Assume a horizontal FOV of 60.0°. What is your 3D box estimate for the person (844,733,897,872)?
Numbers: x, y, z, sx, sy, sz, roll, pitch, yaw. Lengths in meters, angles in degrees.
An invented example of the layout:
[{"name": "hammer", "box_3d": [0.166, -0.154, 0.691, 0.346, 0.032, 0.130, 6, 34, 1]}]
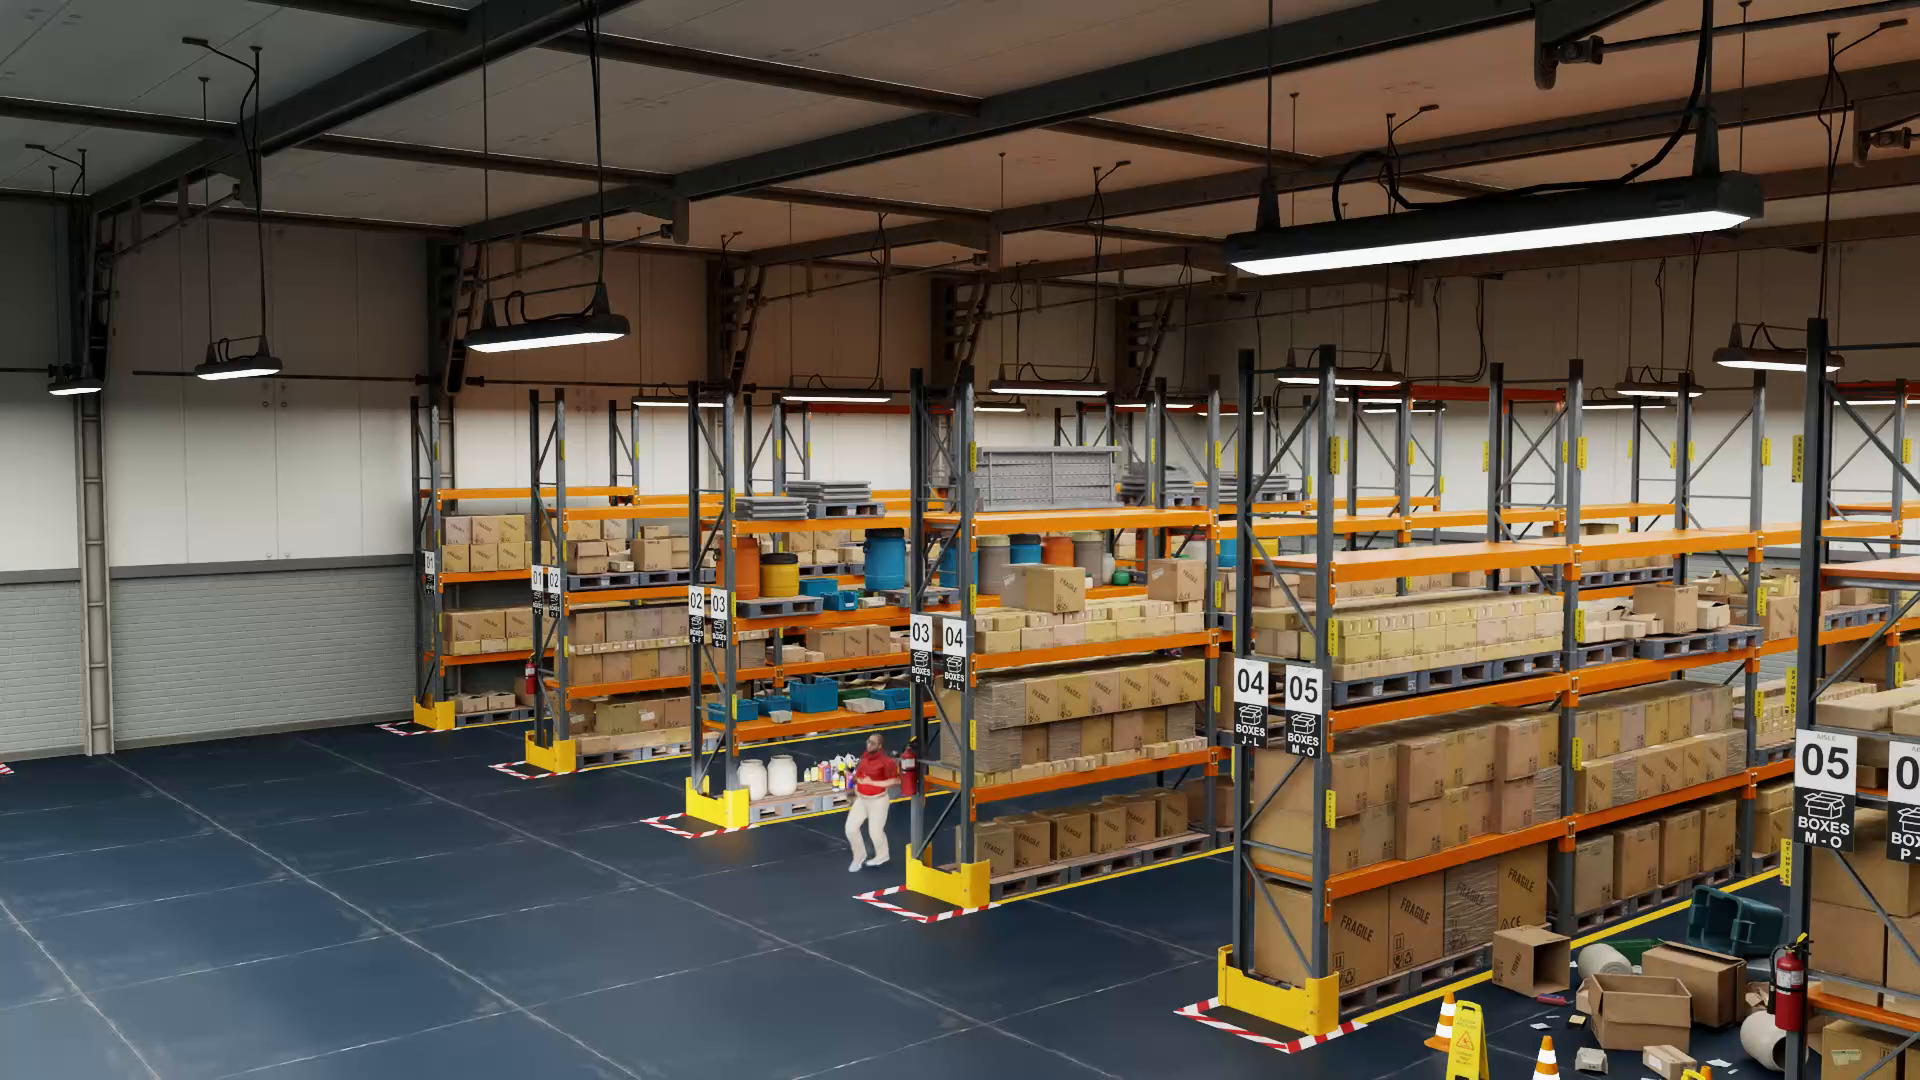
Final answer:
[{"name": "person", "box_3d": [-1.001, 3.130, 19.957, 0.650, 1.670, 0.663, 2, 4, 35]}]
